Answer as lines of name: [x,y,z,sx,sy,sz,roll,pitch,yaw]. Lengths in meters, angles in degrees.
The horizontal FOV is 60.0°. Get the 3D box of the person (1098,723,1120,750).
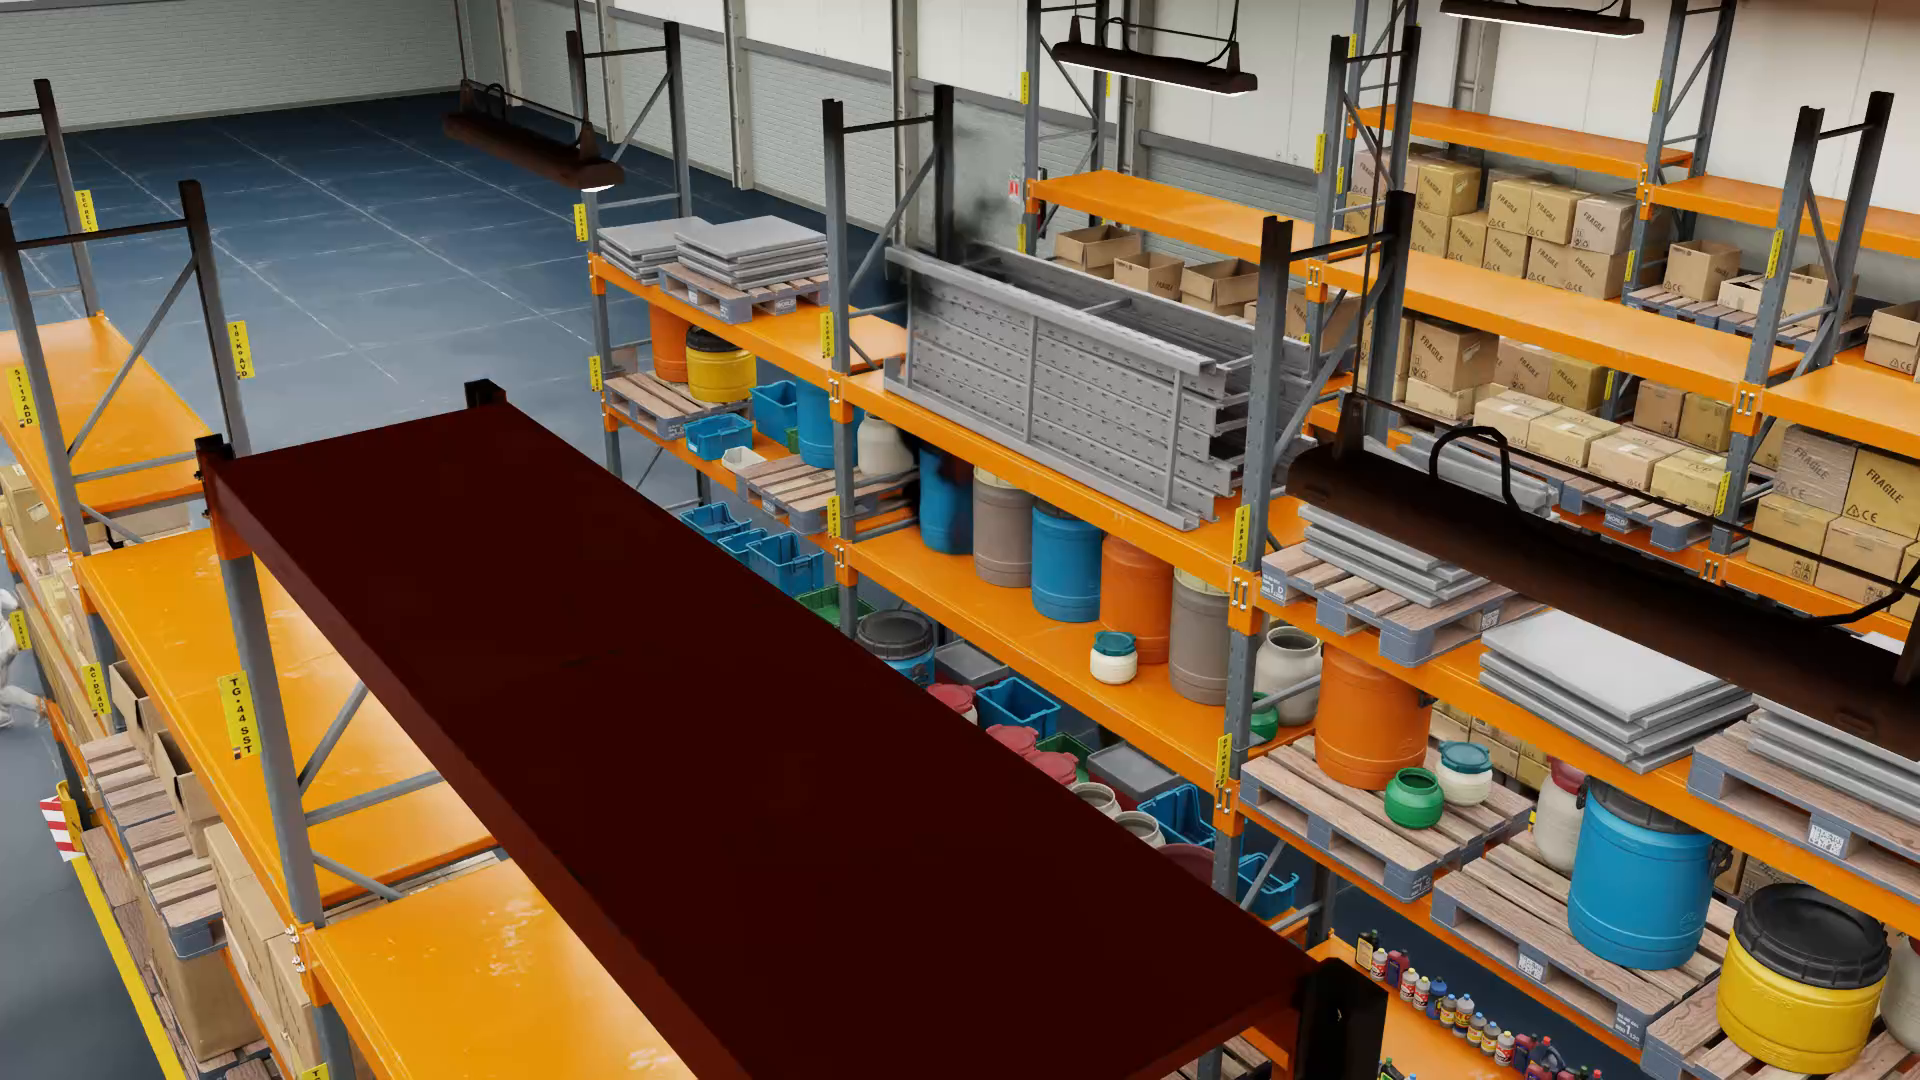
person: [1.486,1.249,14.163,0.710,1.833,0.783,-18,30,-34]

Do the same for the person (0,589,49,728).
person: [-8.581,1.022,14.827,0.781,1.693,0.620,2,25,5]
